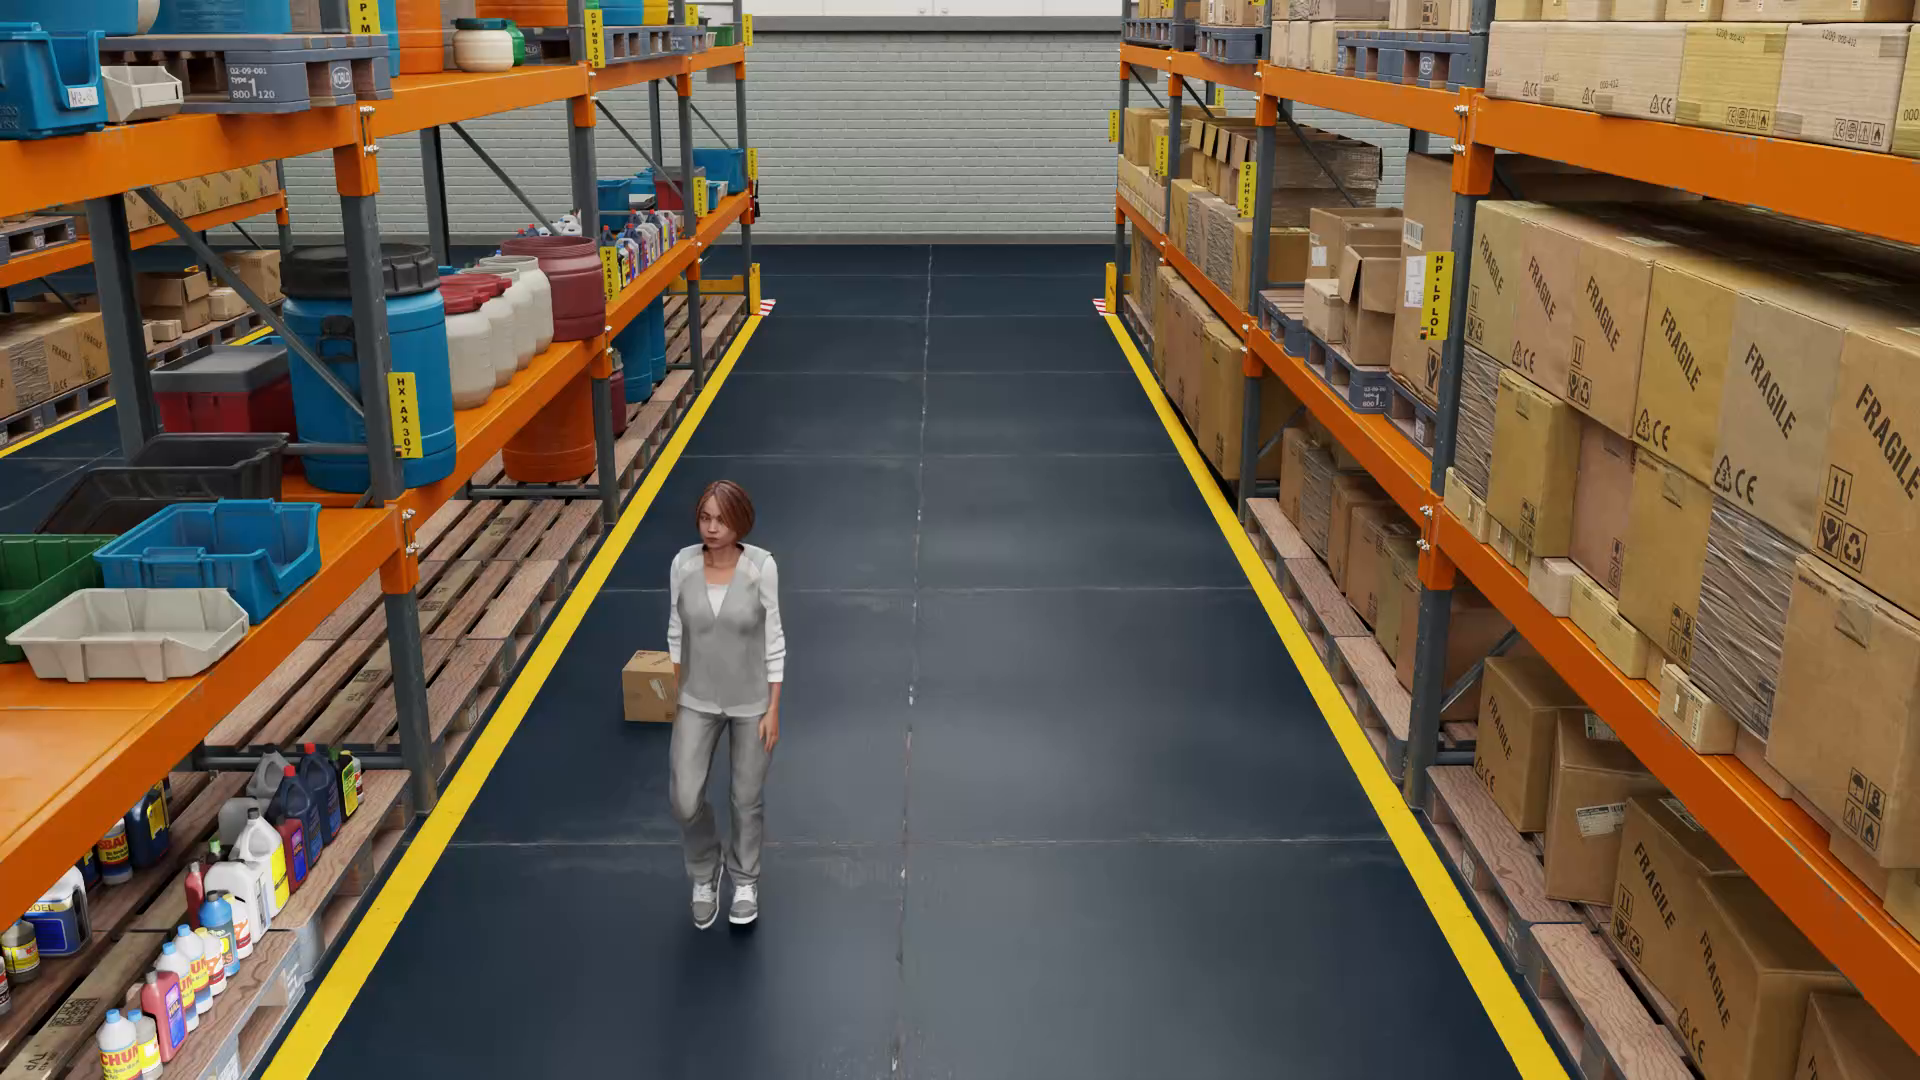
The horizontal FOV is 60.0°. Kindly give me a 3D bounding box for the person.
[{"bbox_3d":[-0.789,0.589,5.643,0.409,1.614,0.418,0,17,-1],"label":"person"}]
